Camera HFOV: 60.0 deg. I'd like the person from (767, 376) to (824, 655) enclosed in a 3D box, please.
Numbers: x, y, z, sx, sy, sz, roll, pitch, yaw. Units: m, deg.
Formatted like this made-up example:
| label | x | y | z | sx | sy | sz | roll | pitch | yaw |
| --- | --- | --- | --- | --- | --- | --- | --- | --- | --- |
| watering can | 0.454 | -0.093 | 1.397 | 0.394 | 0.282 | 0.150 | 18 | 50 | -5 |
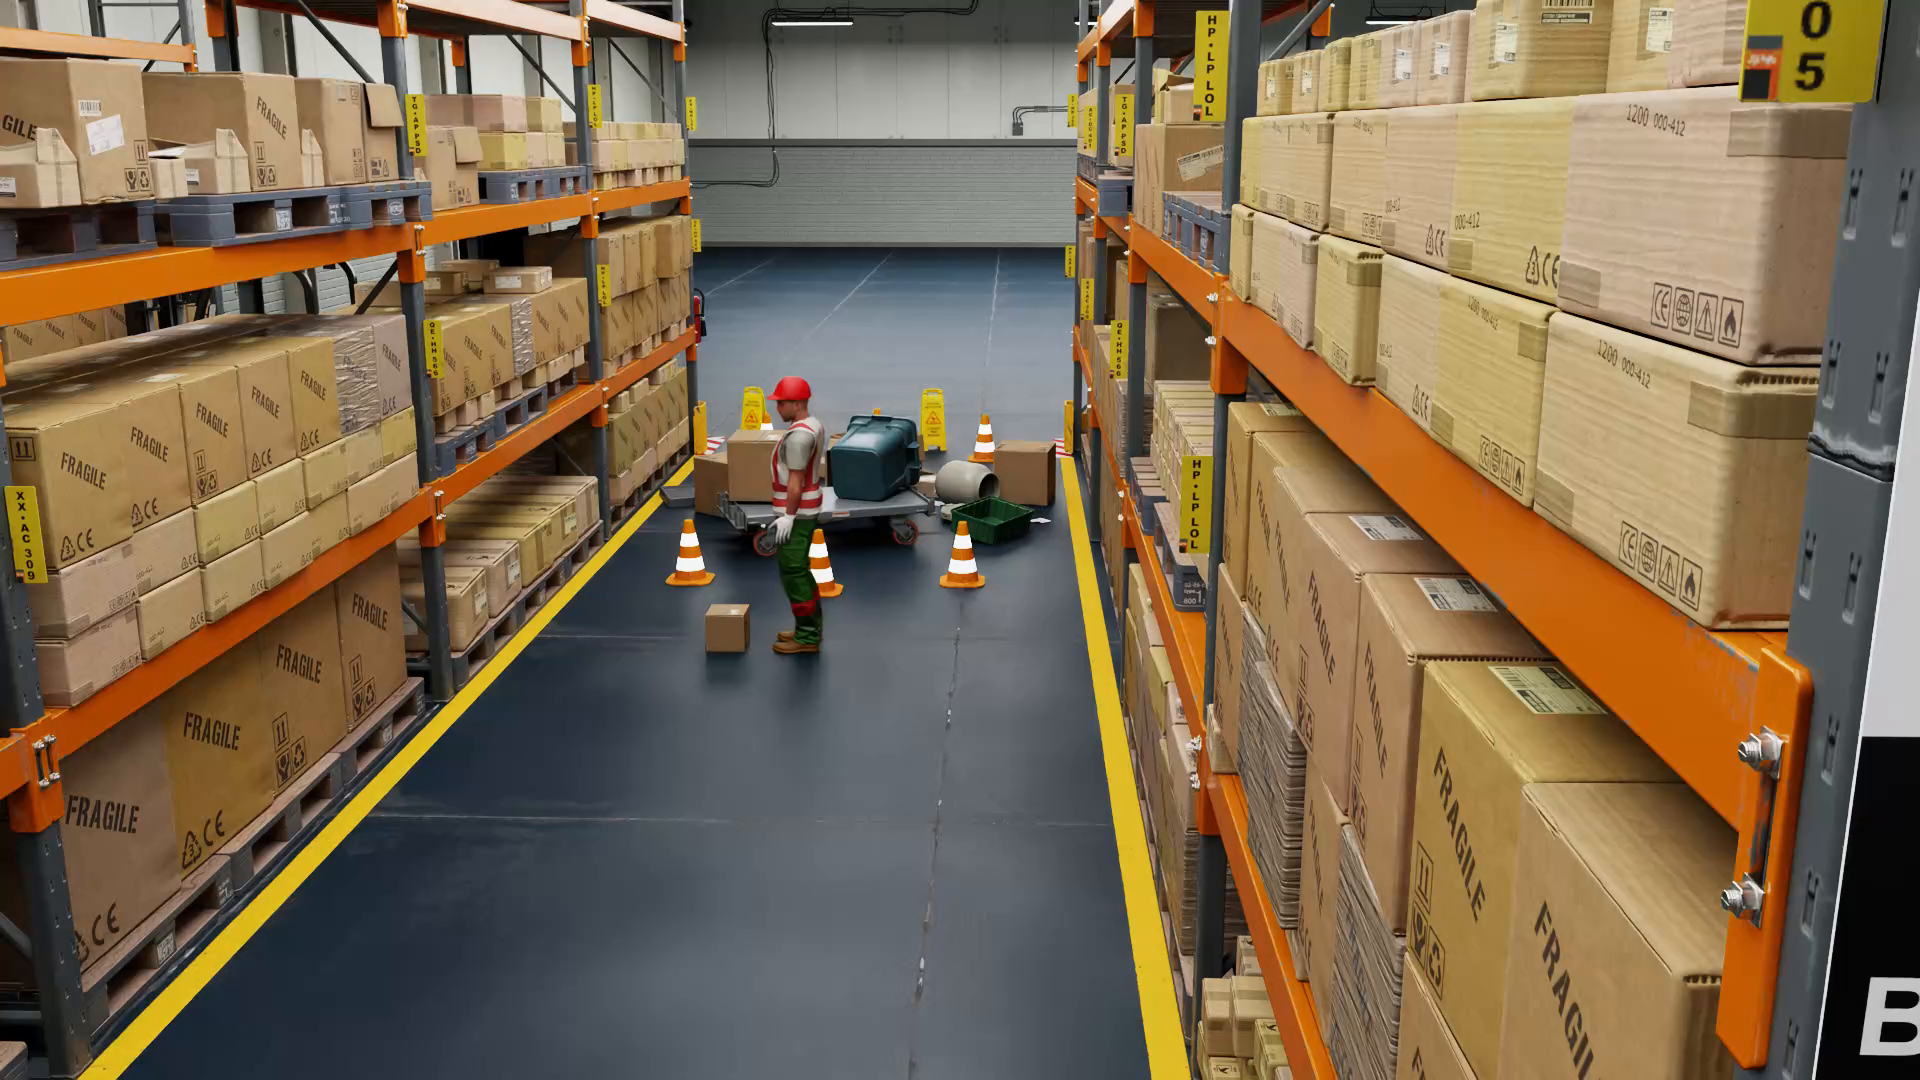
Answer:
| label | x | y | z | sx | sy | sz | roll | pitch | yaw |
| --- | --- | --- | --- | --- | --- | --- | --- | --- | --- |
| person | -1.041 | -0.163 | 10.628 | 0.348 | 1.779 | 0.527 | 1 | 14 | 3 |
